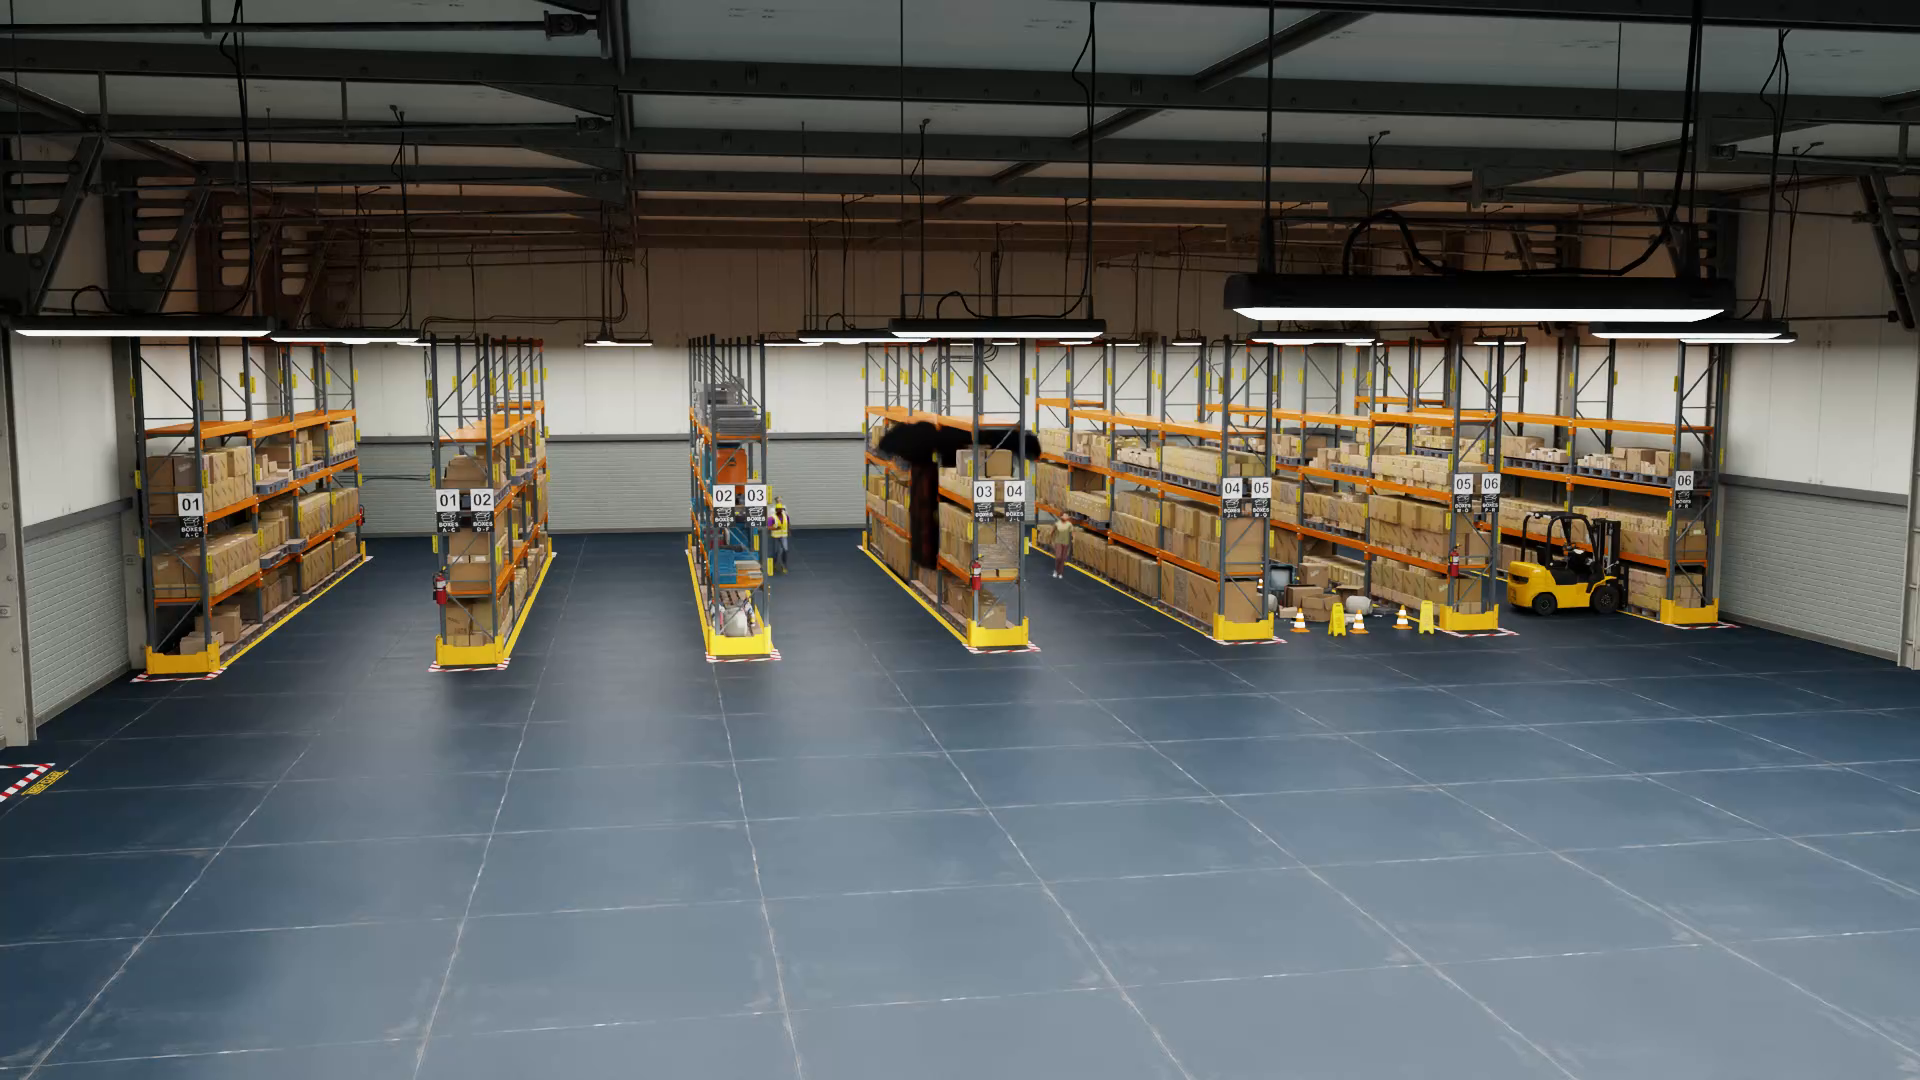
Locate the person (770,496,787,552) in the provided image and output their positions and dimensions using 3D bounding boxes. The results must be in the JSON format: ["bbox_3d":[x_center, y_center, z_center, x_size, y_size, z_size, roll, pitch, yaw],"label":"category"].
[{"bbox_3d":[-4.972,-0.445,45.815,0.574,1.538,0.789,-3,7,-24],"label":"person"}]

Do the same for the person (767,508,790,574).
[{"bbox_3d":[-4.637,-0.021,42.678,0.667,1.786,0.853,-2,7,-21],"label":"person"}]

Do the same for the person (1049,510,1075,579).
[{"bbox_3d":[2.437,0.114,39.385,0.571,1.644,0.726,-1,7,-5],"label":"person"}]
